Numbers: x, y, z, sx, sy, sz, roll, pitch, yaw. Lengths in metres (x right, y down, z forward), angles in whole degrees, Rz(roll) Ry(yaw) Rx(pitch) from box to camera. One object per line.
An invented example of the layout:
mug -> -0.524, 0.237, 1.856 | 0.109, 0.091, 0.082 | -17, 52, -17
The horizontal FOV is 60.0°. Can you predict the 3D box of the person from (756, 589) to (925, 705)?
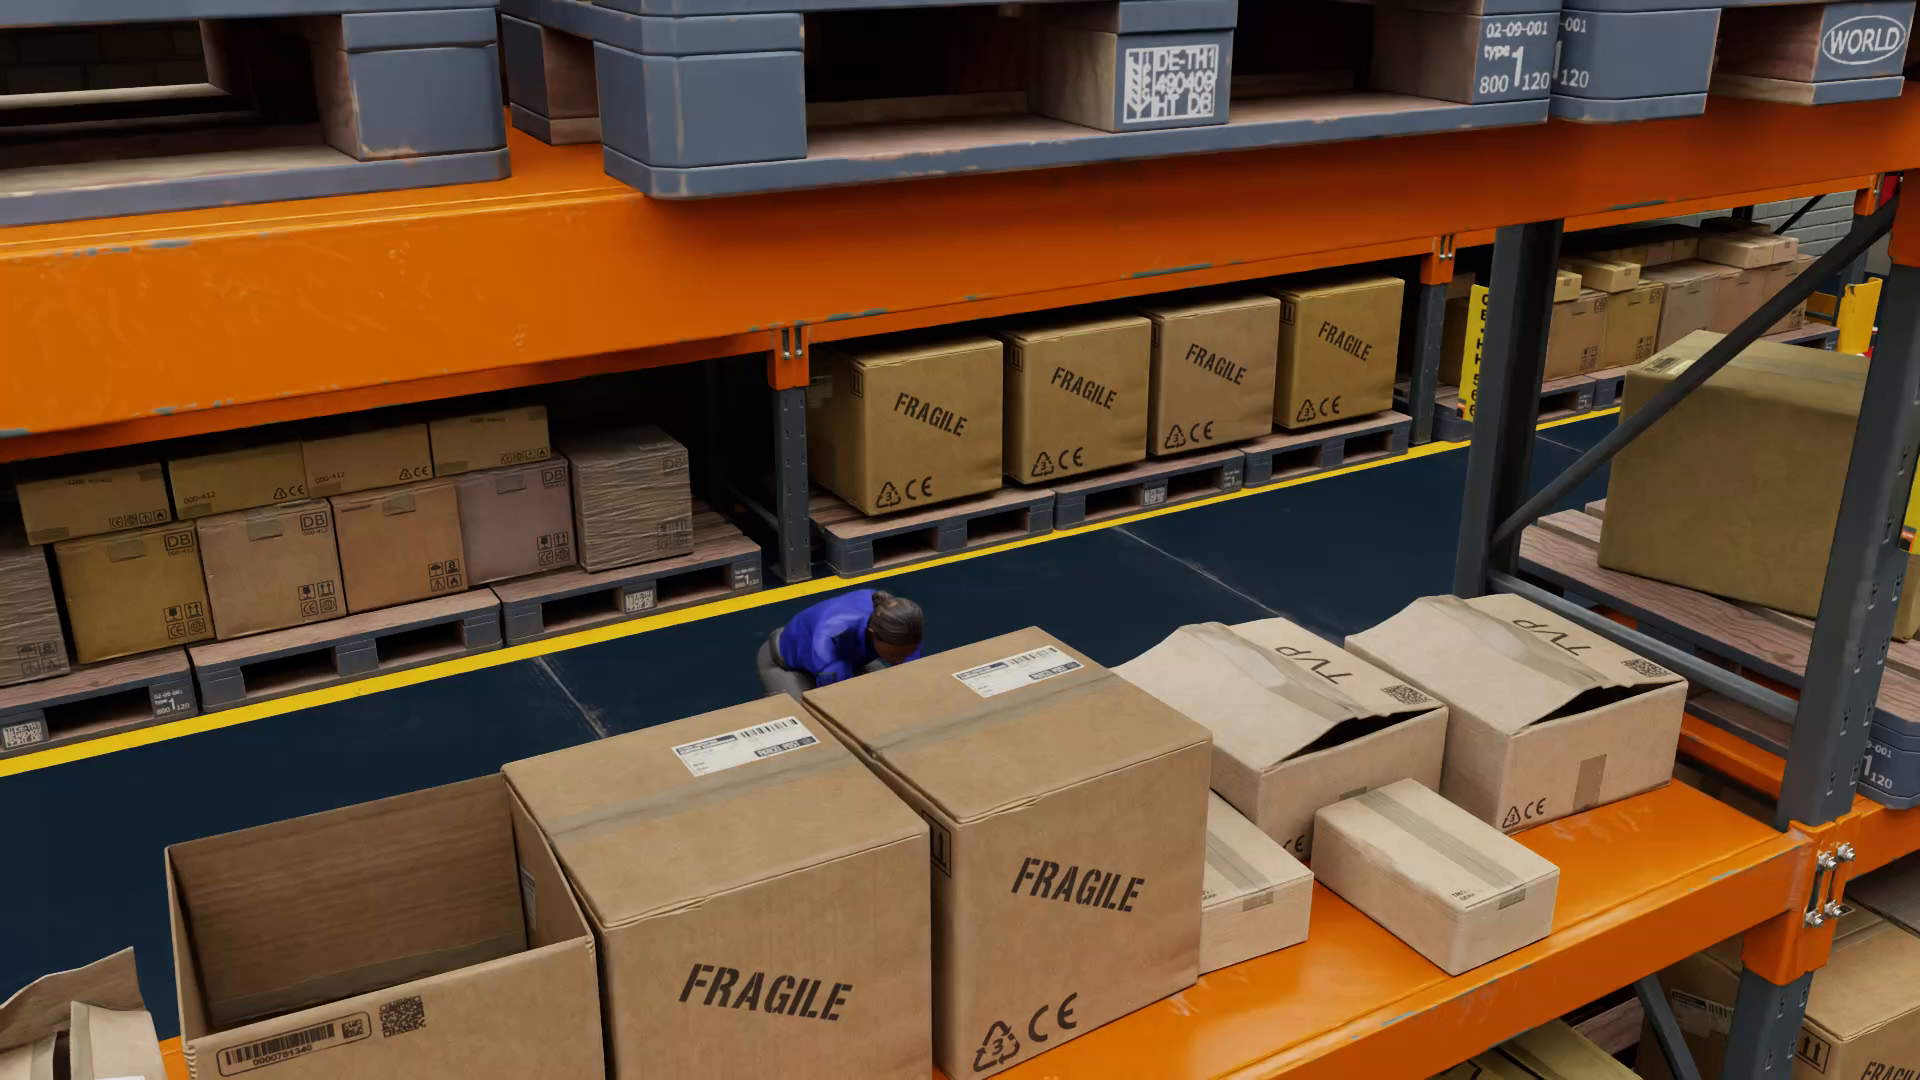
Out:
person -> -0.374, 0.550, 5.715 | 0.452, 0.934, 0.868 | -13, 25, -30
